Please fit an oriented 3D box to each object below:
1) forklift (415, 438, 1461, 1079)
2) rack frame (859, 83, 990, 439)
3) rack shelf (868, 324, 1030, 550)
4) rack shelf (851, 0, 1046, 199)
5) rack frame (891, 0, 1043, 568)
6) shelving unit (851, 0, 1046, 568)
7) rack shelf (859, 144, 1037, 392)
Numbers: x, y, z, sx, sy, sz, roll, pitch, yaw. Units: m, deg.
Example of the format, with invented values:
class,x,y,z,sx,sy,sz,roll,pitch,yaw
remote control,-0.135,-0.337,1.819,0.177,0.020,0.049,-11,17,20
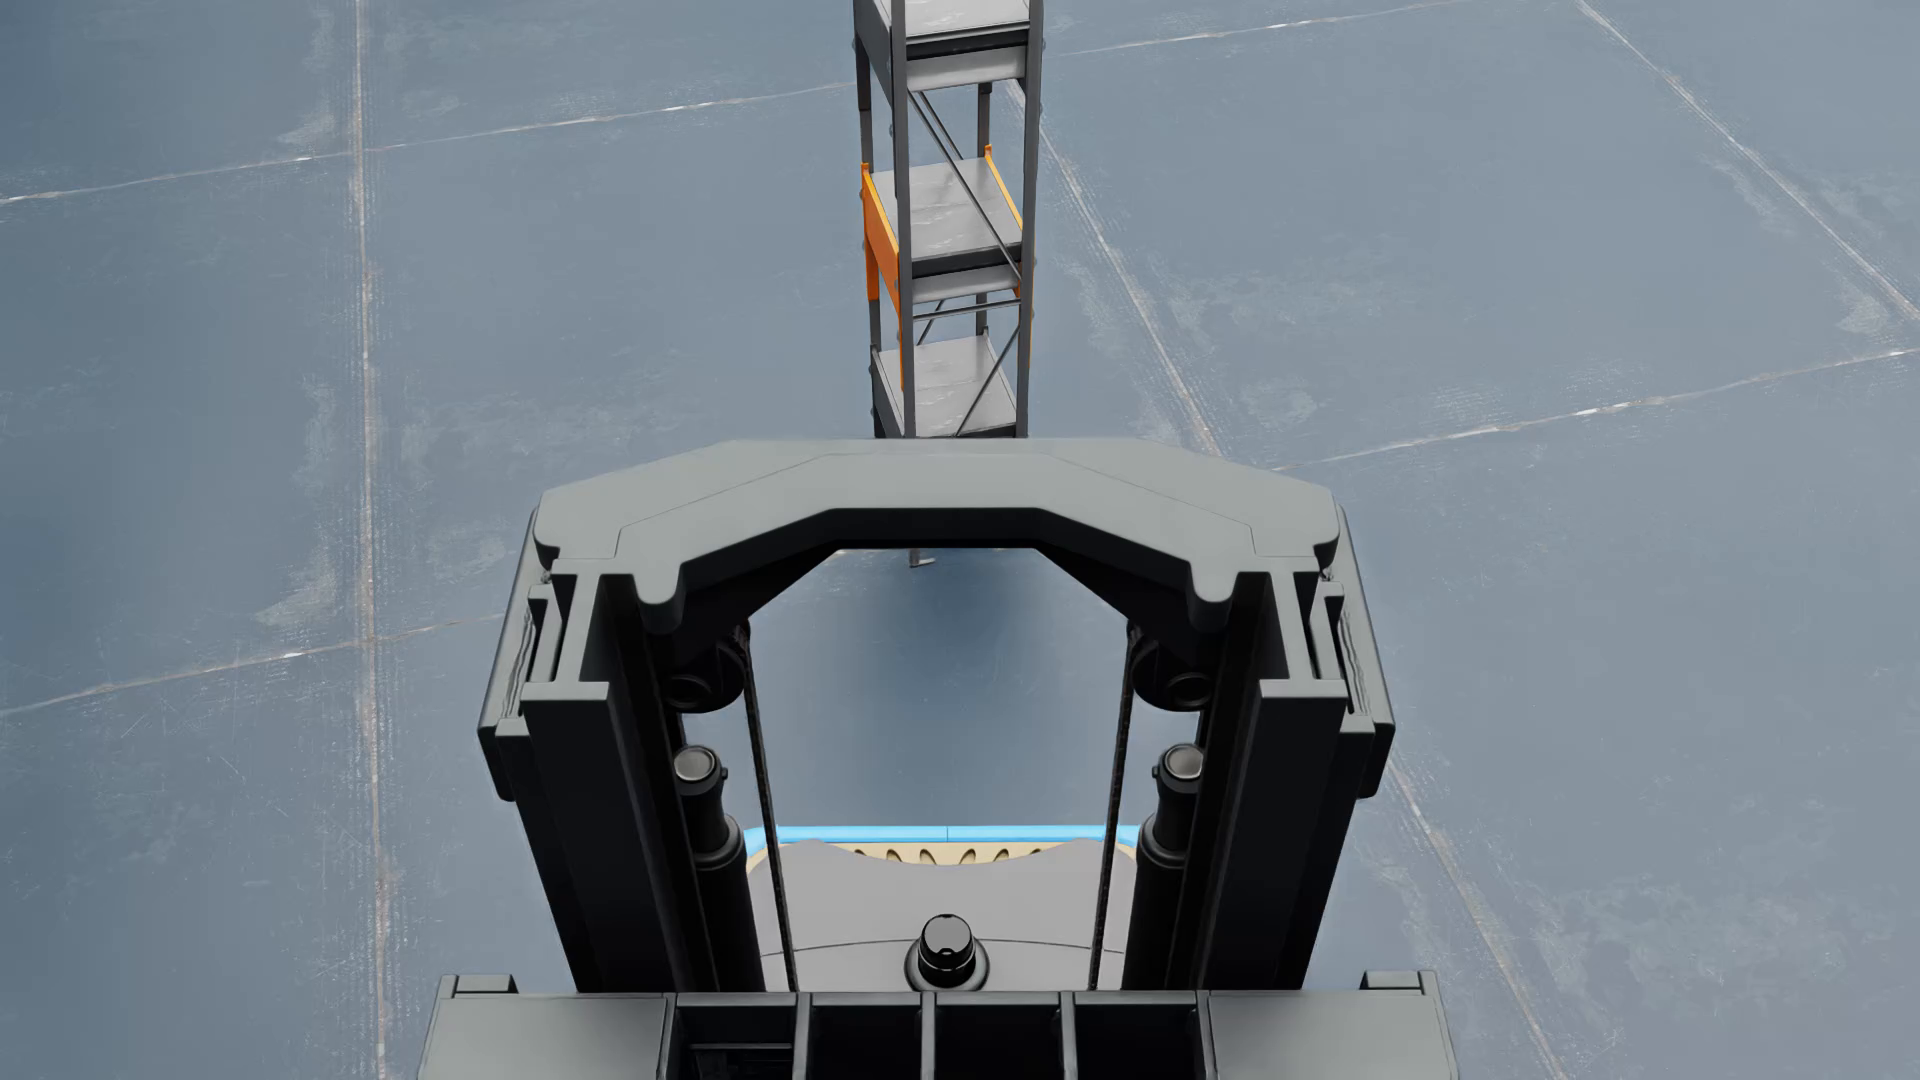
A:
class,x,y,z,sx,sy,sz,roll,pitch,yaw
forklift,-0.022,1.406,2.320,1.130,2.935,3.031,0,46,0
rack frame,-0.105,-1.018,5.277,0.400,2.100,0.015,-11,47,-10
rack shelf,-0.042,-0.350,5.622,0.431,0.518,0.480,-11,47,-10
rack shelf,-0.042,-1.330,4.622,0.431,0.518,0.480,-11,47,-10
rack frame,0.020,-0.681,4.947,0.400,2.100,0.015,-11,47,-10
shelving unit,-0.042,-0.849,5.112,0.431,2.100,0.503,-11,47,-10
rack shelf,-0.042,-0.840,5.122,0.431,0.518,0.480,-11,47,-10
